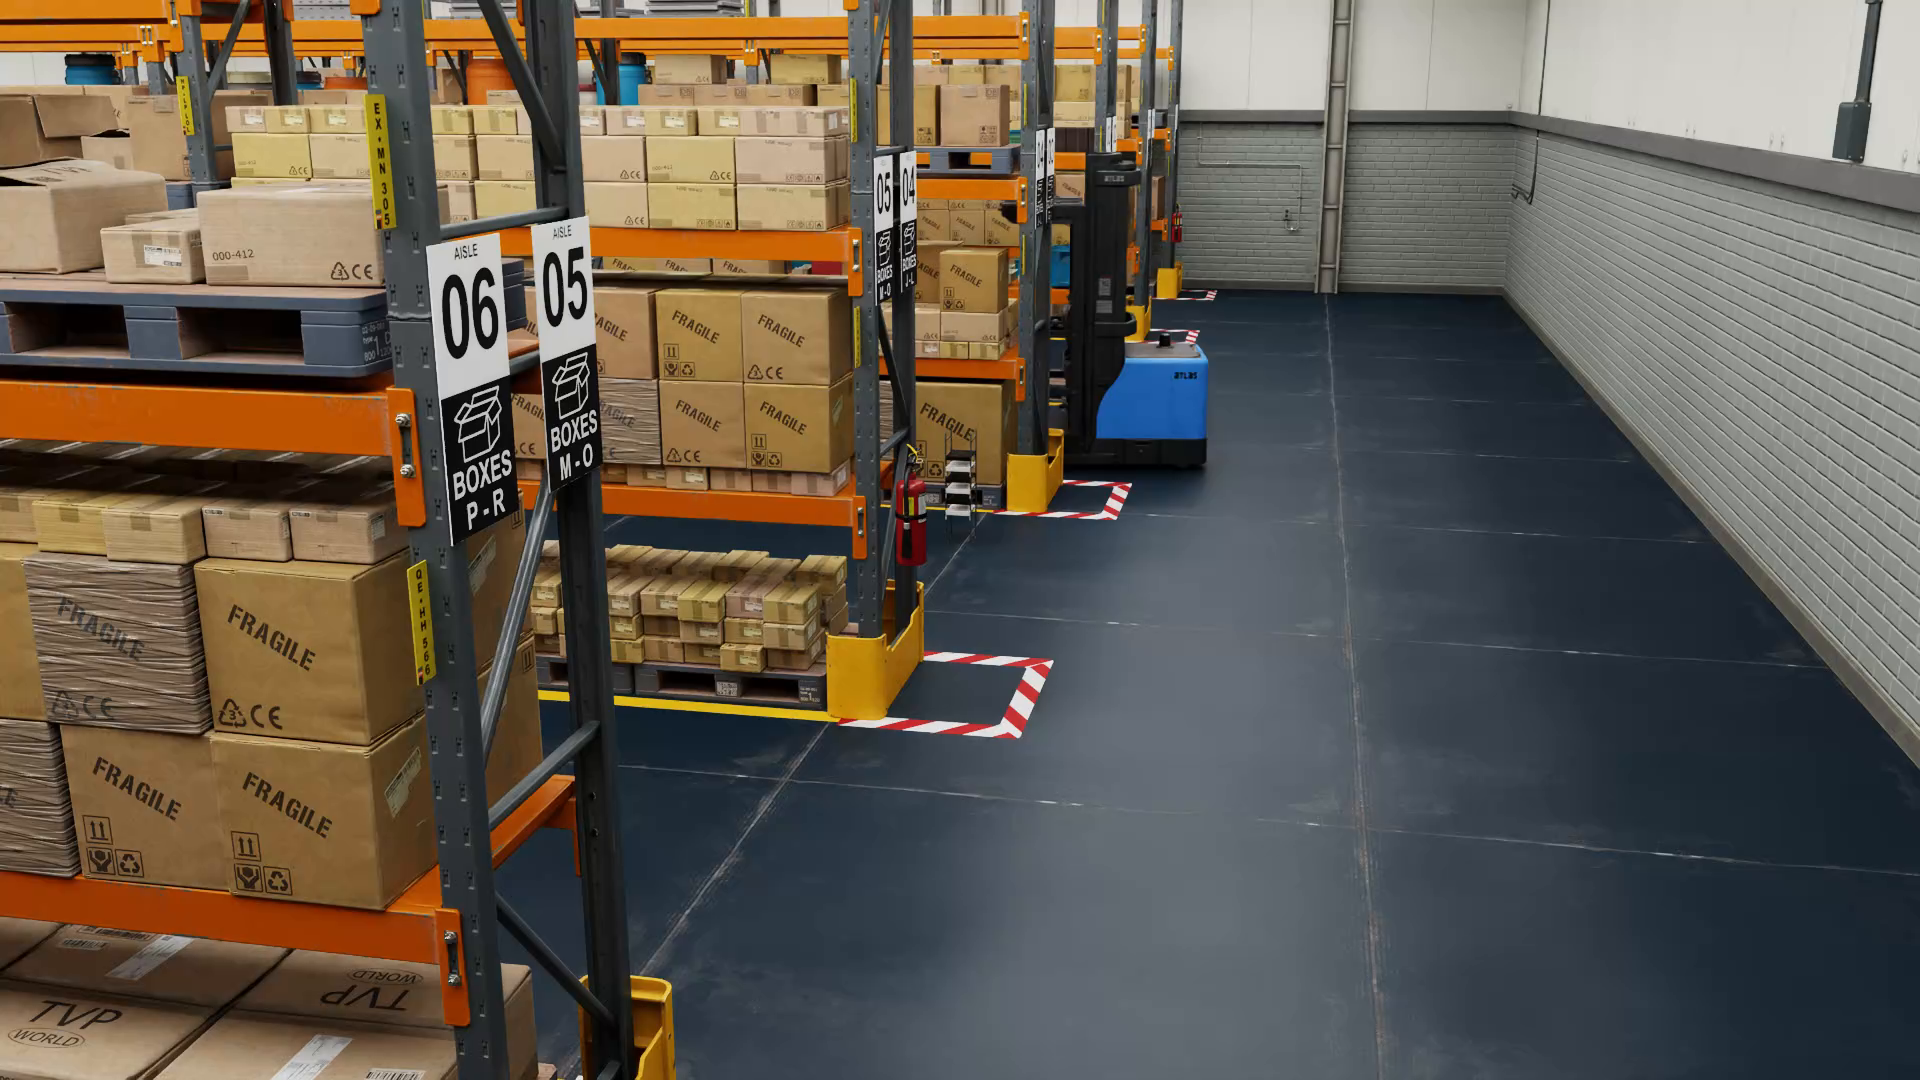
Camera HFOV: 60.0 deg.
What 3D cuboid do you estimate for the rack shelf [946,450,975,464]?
[{"bbox_3d":[0.008,-0.661,13.307,0.200,0.077,0.258,3,16,11],"label":"rack shelf"}]

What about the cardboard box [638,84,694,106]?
[{"bbox_3d":[-2.485,-3.771,14.705,0.500,0.500,0.700,2,16,8],"label":"cardboard box"}]

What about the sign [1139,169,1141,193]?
[{"bbox_3d":[2.503,-4.997,23.151,0.005,0.325,0.100,3,16,11],"label":"sign"}]

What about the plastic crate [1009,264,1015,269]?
[{"bbox_3d":[0.504,-3.211,19.847,0.298,0.136,0.250,3,16,11],"label":"plastic crate"}]

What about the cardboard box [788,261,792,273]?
[{"bbox_3d":[-2.692,-4.155,25.327,0.500,0.250,0.500,3,16,11],"label":"cardboard box"}]

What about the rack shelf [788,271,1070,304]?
[{"bbox_3d":[-0.317,-2.895,19.671,4.000,0.370,1.077,3,16,11],"label":"rack shelf"}]

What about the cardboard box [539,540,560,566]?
[{"bbox_3d":[-2.658,0.126,10.859,0.250,0.149,0.380,3,16,9],"label":"cardboard box"}]

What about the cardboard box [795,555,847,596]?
[{"bbox_3d":[-0.878,0.221,10.516,0.250,0.149,0.380,2,16,9],"label":"cardboard box"}]

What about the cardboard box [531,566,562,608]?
[{"bbox_3d":[-2.529,0.287,10.276,0.250,0.149,0.380,3,16,11],"label":"cardboard box"}]

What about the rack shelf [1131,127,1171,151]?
[{"bbox_3d":[1.657,-6.932,28.627,4.000,0.370,1.077,3,16,11],"label":"rack shelf"}]

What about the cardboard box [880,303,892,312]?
[{"bbox_3d":[-0.868,-1.921,14.532,0.500,0.250,0.500,3,16,9],"label":"cardboard box"}]

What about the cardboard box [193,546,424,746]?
[{"bbox_3d":[-1.839,0.259,4.876,0.500,0.500,0.500,4,16,13],"label":"cardboard box"}]

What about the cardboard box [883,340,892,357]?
[{"bbox_3d":[-0.506,-1.692,14.451,0.250,0.149,0.380,3,16,12],"label":"cardboard box"}]

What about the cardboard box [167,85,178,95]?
[{"bbox_3d":[-7.593,-4.092,15.903,0.500,0.500,0.500,3,16,12],"label":"cardboard box"}]

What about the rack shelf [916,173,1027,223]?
[{"bbox_3d":[-1.304,-3.045,14.594,4.000,0.370,1.077,3,16,11],"label":"rack shelf"}]

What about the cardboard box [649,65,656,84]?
[{"bbox_3d":[-4.280,-6.780,24.670,0.500,0.500,0.500,3,16,11],"label":"cardboard box"}]

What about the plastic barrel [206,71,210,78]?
[{"bbox_3d":[-9.575,-5.490,21.136,0.708,0.901,0.600,3,16,11],"label":"plastic barrel"}]

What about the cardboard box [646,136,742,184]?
[{"bbox_3d":[-1.435,-2.146,9.347,0.500,0.250,0.500,3,16,10],"label":"cardboard box"}]

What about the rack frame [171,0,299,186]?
[{"bbox_3d":[-4.352,-3.651,9.816,0.127,3.000,1.000,3,16,11],"label":"rack frame"}]

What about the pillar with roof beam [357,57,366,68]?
[{"bbox_3d":[-12.062,-8.532,27.436,0.400,9.000,9.100,3,16,11],"label":"pillar with roof beam"}]

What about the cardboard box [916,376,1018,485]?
[{"bbox_3d":[0.012,-1.031,14.789,0.875,0.875,0.875,3,16,11],"label":"cardboard box"}]

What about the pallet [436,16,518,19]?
[{"bbox_3d":[-5.496,-6.122,19.838,1.003,0.211,1.213,3,16,11],"label":"pallet"}]

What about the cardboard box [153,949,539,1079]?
[{"bbox_3d":[-1.986,1.776,5.473,0.875,0.438,0.875,3,16,9],"label":"cardboard box"}]

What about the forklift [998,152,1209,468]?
[{"bbox_3d":[0.865,-2.223,16.025,3.031,2.935,1.130,1,15,3],"label":"forklift"}]

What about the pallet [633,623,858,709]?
[{"bbox_3d":[-1.295,0.740,10.425,1.213,0.211,1.003,3,16,11],"label":"pallet"}]

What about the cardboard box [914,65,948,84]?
[{"bbox_3d":[-0.341,-6.540,23.802,0.500,0.500,0.700,3,16,11],"label":"cardboard box"}]

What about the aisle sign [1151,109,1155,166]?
[{"bbox_3d":[2.759,-5.757,23.786,0.004,0.787,0.394,3,16,11],"label":"aisle sign"}]

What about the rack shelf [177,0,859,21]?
[{"bbox_3d":[-2.392,-3.197,9.529,4.000,0.370,1.077,3,16,11],"label":"rack shelf"}]

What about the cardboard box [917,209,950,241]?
[{"bbox_3d":[-0.339,-4.567,24.173,0.500,0.500,0.500,3,16,12],"label":"cardboard box"}]

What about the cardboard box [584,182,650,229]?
[{"bbox_3d":[-1.915,-1.931,9.505,0.500,0.250,0.500,4,16,13],"label":"cardboard box"}]

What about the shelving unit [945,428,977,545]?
[{"bbox_3d":[0.008,-0.433,13.370,0.210,0.900,0.258,3,16,11],"label":"shelving unit"}]

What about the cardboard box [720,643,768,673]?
[{"bbox_3d":[-1.262,0.663,10.032,0.250,0.149,0.380,4,16,13],"label":"cardboard box"}]

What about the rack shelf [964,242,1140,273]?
[{"bbox_3d":[0.673,-4.190,24.349,4.000,0.370,1.077,3,16,11],"label":"rack shelf"}]

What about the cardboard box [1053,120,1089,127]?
[{"bbox_3d":[1.589,-5.792,23.444,0.500,0.250,0.500,3,16,11],"label":"cardboard box"}]

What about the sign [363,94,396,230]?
[{"bbox_3d":[-1.441,-0.940,4.137,0.005,0.325,0.100,3,16,11],"label":"sign"}]

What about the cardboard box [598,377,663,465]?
[{"bbox_3d":[-1.926,-0.749,9.831,0.500,0.500,0.500,3,16,11],"label":"cardboard box"}]

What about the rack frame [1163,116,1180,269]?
[{"bbox_3d":[3.617,-5.727,28.547,0.127,3.000,1.000,3,16,11],"label":"rack frame"}]

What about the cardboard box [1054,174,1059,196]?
[{"bbox_3d":[1.138,-4.966,23.739,0.500,0.500,0.500,4,16,13],"label":"cardboard box"}]

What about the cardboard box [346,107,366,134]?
[{"bbox_3d":[-3.352,-2.440,9.661,0.250,0.149,0.380,3,16,10],"label":"cardboard box"}]

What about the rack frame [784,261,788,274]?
[{"bbox_3d":[-2.277,-3.348,19.959,0.127,3.000,1.000,3,16,11],"label":"rack frame"}]

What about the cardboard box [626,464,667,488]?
[{"bbox_3d":[-1.800,-0.431,9.901,0.250,0.149,0.380,2,16,9],"label":"cardboard box"}]

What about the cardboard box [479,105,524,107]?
[{"bbox_3d":[-2.718,-2.559,10.091,0.250,0.149,0.380,3,16,11],"label":"cardboard box"}]

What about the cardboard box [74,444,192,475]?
[{"bbox_3d":[-2.644,-0.230,5.427,0.250,0.149,0.380,3,16,12],"label":"cardboard box"}]

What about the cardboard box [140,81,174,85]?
[{"bbox_3d":[-12.484,-7.015,26.338,0.637,0.503,0.797,4,16,15],"label":"cardboard box"}]

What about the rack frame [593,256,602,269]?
[{"bbox_3d":[-3.264,-2.052,15.282,0.127,3.000,1.000,3,16,11],"label":"rack frame"}]

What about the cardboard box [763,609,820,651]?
[{"bbox_3d":[-1.006,0.527,9.966,0.250,0.149,0.380,3,16,10],"label":"cardboard box"}]

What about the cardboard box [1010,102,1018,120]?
[{"bbox_3d":[0.608,-6.085,23.564,0.500,0.250,0.500,3,16,11],"label":"cardboard box"}]

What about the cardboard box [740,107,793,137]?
[{"bbox_3d":[-1.043,-2.328,9.255,0.250,0.149,0.380,3,16,12],"label":"cardboard box"}]

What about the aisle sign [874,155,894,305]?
[{"bbox_3d":[-0.420,-1.718,9.205,0.004,0.787,0.394,3,16,11],"label":"aisle sign"}]

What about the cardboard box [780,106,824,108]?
[{"bbox_3d":[-0.950,-2.449,9.692,0.250,0.149,0.380,4,16,13],"label":"cardboard box"}]

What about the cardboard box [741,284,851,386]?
[{"bbox_3d":[-0.930,-1.180,9.516,0.500,0.500,0.500,3,16,10],"label":"cardboard box"}]

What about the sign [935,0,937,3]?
[{"bbox_3d":[-0.400,-9.177,27.865,0.005,0.325,0.100,3,16,11],"label":"sign"}]

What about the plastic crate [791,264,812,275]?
[{"bbox_3d":[-1.850,-3.188,19.762,0.243,0.136,0.396,3,16,11],"label":"plastic crate"}]

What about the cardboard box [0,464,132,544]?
[{"bbox_3d":[-2.715,-0.112,5.002,0.250,0.149,0.380,3,16,11],"label":"cardboard box"}]
